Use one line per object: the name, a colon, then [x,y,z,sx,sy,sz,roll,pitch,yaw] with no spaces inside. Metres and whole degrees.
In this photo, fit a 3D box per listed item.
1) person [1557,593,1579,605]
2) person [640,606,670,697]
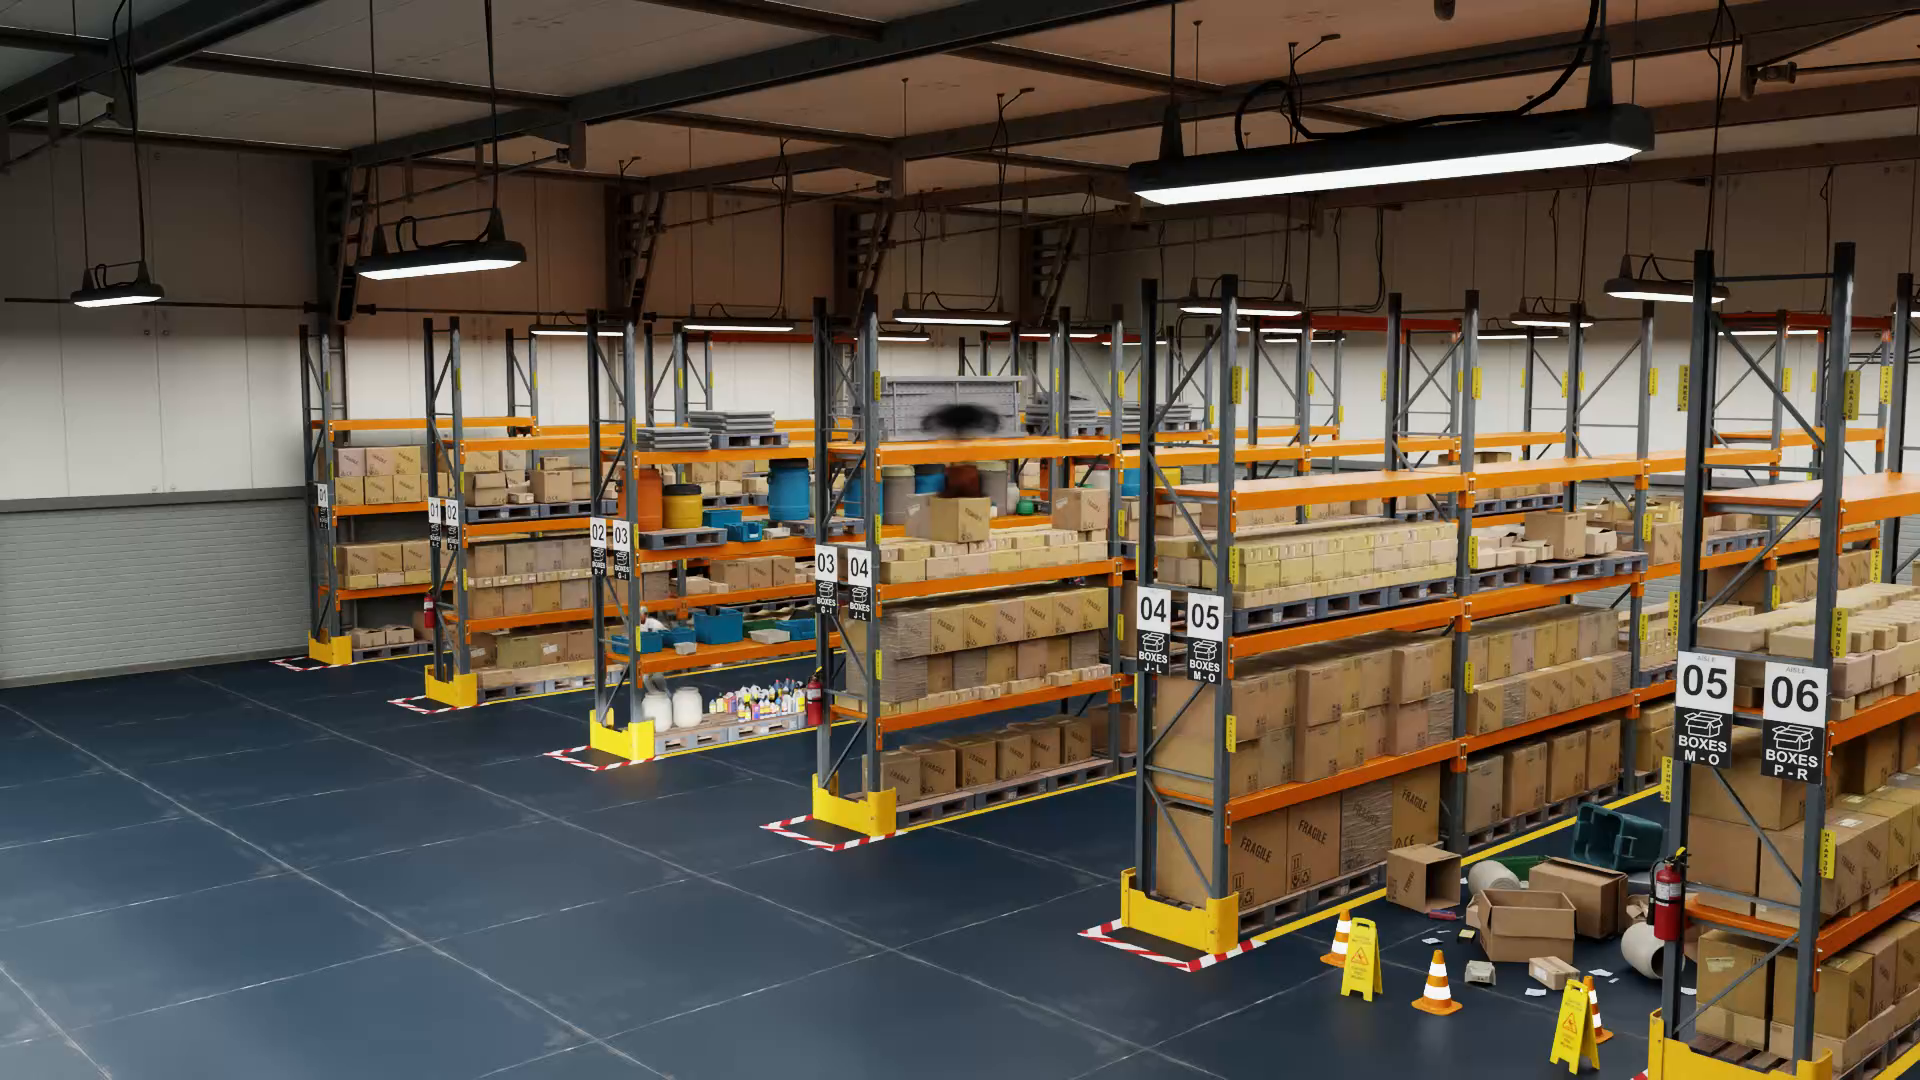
person: [11.975,0.961,32.851,0.693,1.825,0.748,0,6,1]
person: [-4.858,1.781,25.952,0.599,1.555,0.716,2,6,15]
